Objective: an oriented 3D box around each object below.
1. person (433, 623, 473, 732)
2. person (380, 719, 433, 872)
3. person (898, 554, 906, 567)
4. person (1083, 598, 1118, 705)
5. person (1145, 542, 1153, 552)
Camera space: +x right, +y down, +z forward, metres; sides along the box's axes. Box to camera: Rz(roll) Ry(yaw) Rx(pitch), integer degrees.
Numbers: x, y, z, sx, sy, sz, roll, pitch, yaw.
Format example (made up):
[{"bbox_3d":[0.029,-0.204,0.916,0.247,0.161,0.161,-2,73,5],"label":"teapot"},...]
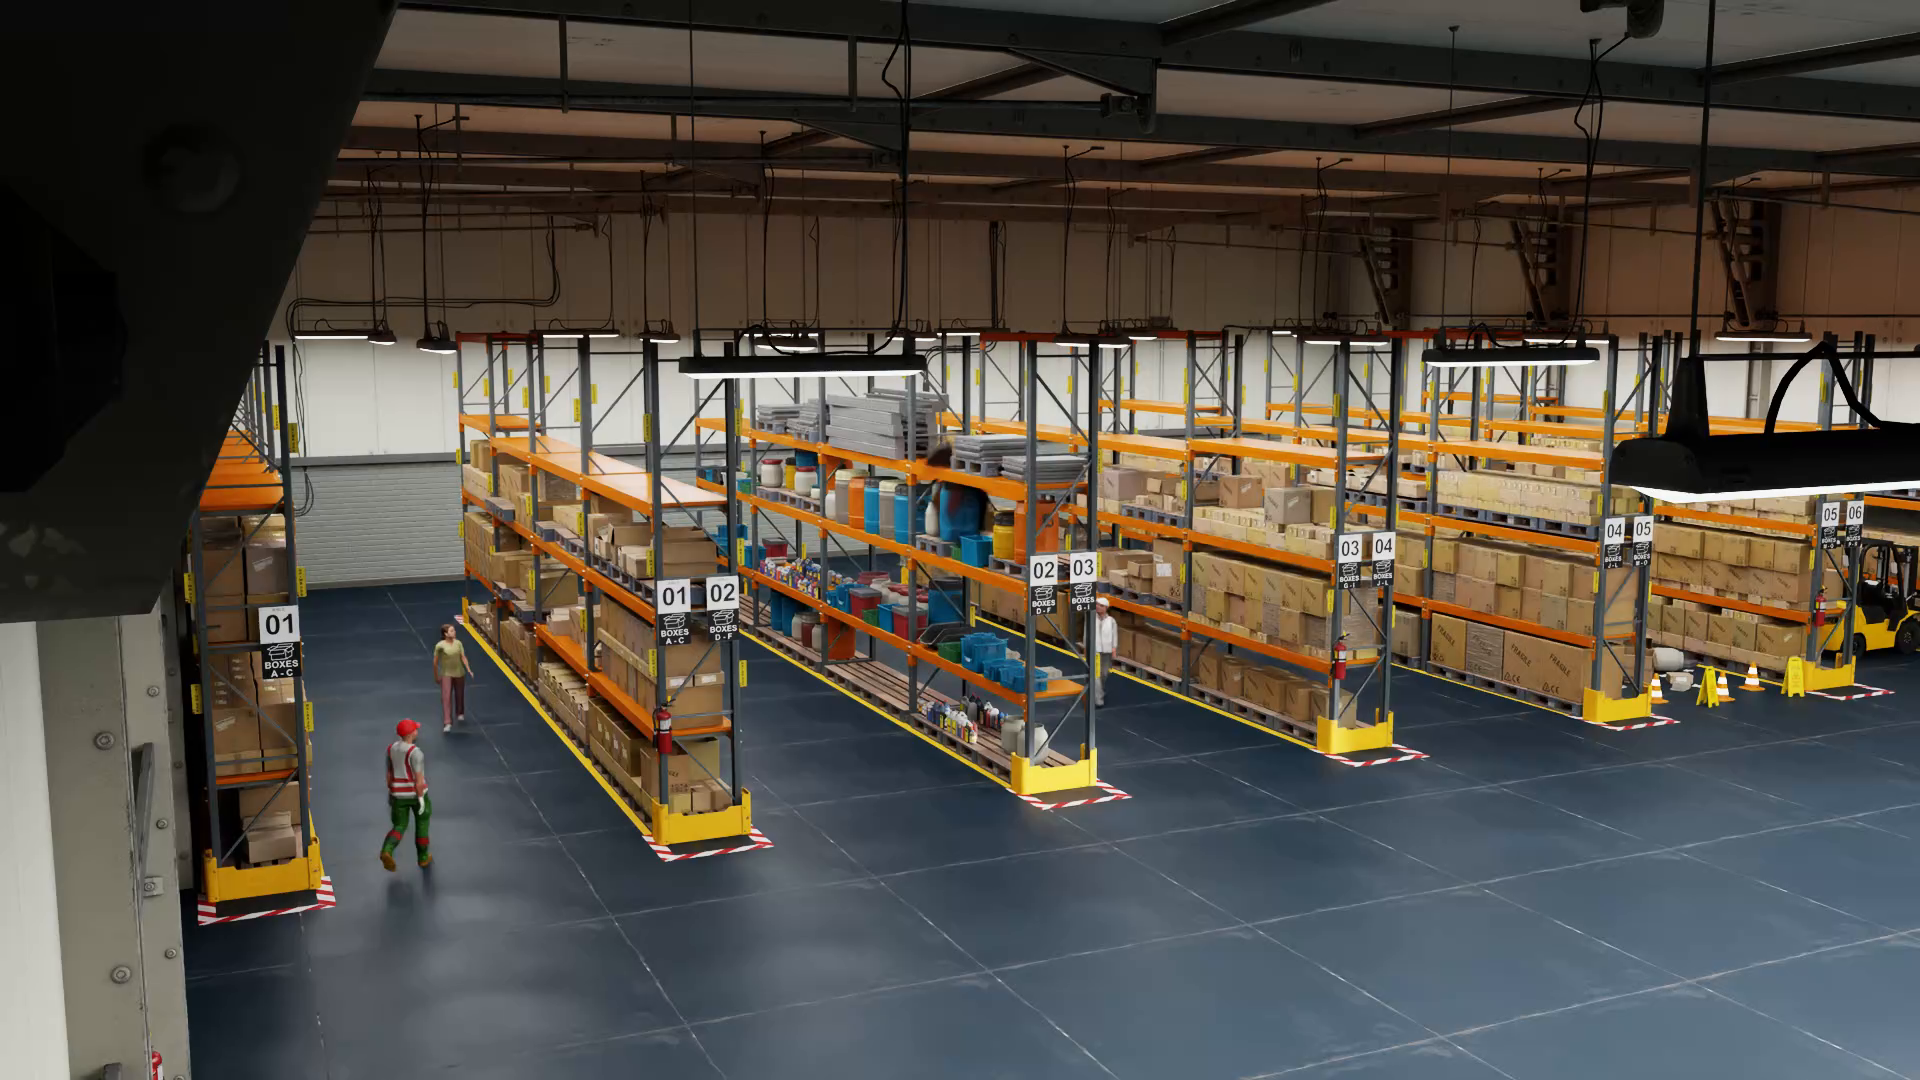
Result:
[{"bbox_3d":[-7.782,2.078,25.550,0.586,1.614,1.033,-2,8,-15],"label":"person"},{"bbox_3d":[-6.330,2.915,18.949,0.515,1.768,0.866,1,8,7],"label":"person"},{"bbox_3d":[-1.498,-0.169,42.057,0.444,1.724,0.449,7,10,40],"label":"person"},{"bbox_3d":[2.312,1.812,27.261,0.528,1.723,1.001,-2,8,-11],"label":"person"},{"bbox_3d":[5.001,-0.198,42.346,1.057,1.681,0.675,-2,8,-14],"label":"person"}]
